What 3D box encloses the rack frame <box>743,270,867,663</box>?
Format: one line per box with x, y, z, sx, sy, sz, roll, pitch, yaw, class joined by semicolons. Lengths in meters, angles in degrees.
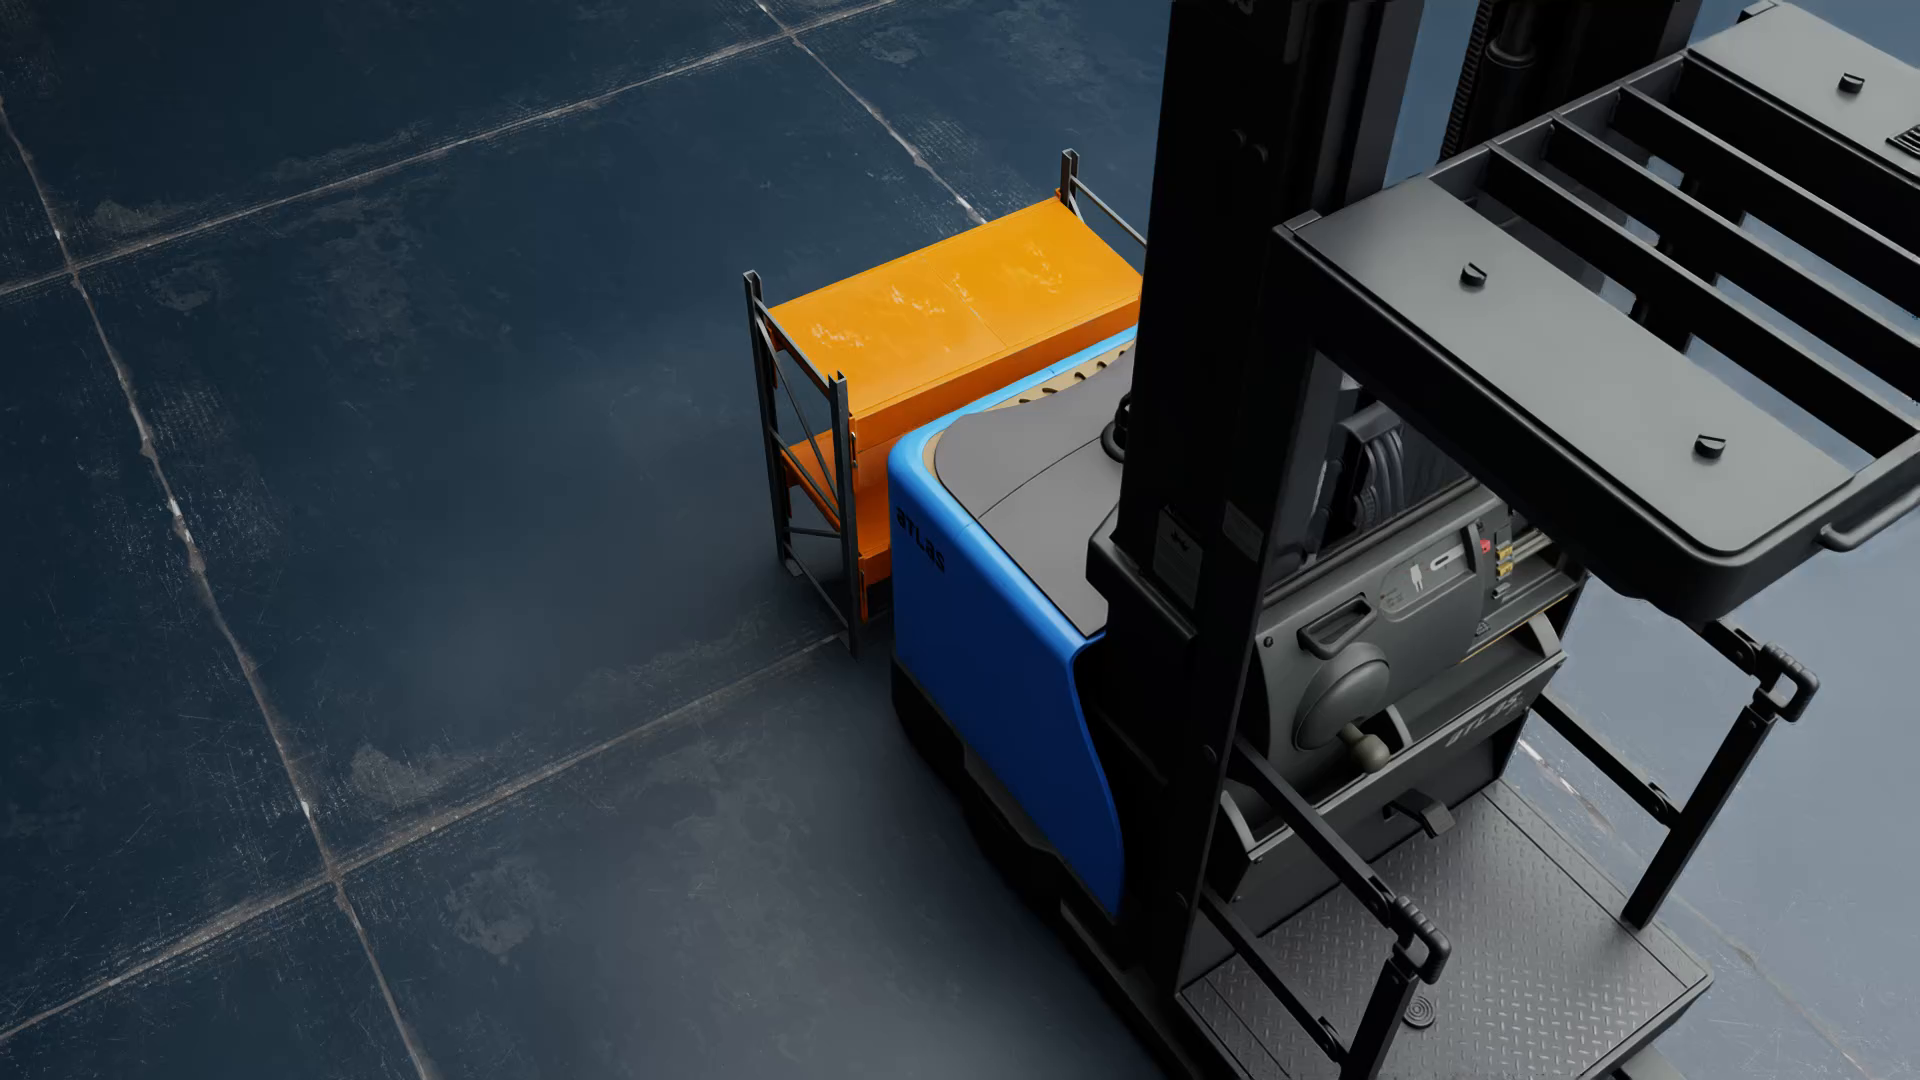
-0.424;-0.174;4.652;0.032;1.125;0.500;-25;53;-21;rack frame

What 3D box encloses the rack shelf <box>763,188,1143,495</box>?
0.006;-0.571;4.614;1.000;0.278;0.538;-25;53;-21;rack shelf

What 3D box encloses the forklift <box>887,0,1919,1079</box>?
1.051;0.212;3.098;1.130;2.935;3.031;-27;54;-22;forklift

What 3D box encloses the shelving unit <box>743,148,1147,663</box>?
0.006;-0.377;4.832;1.048;1.125;0.538;-25;53;-21;shelving unit

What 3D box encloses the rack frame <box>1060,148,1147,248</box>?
0.436;-0.579;5.013;0.032;1.125;0.500;-25;53;-21;rack frame

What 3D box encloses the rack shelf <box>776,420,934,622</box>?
0.006;-0.214;5.015;1.000;0.278;0.538;-25;53;-21;rack shelf
